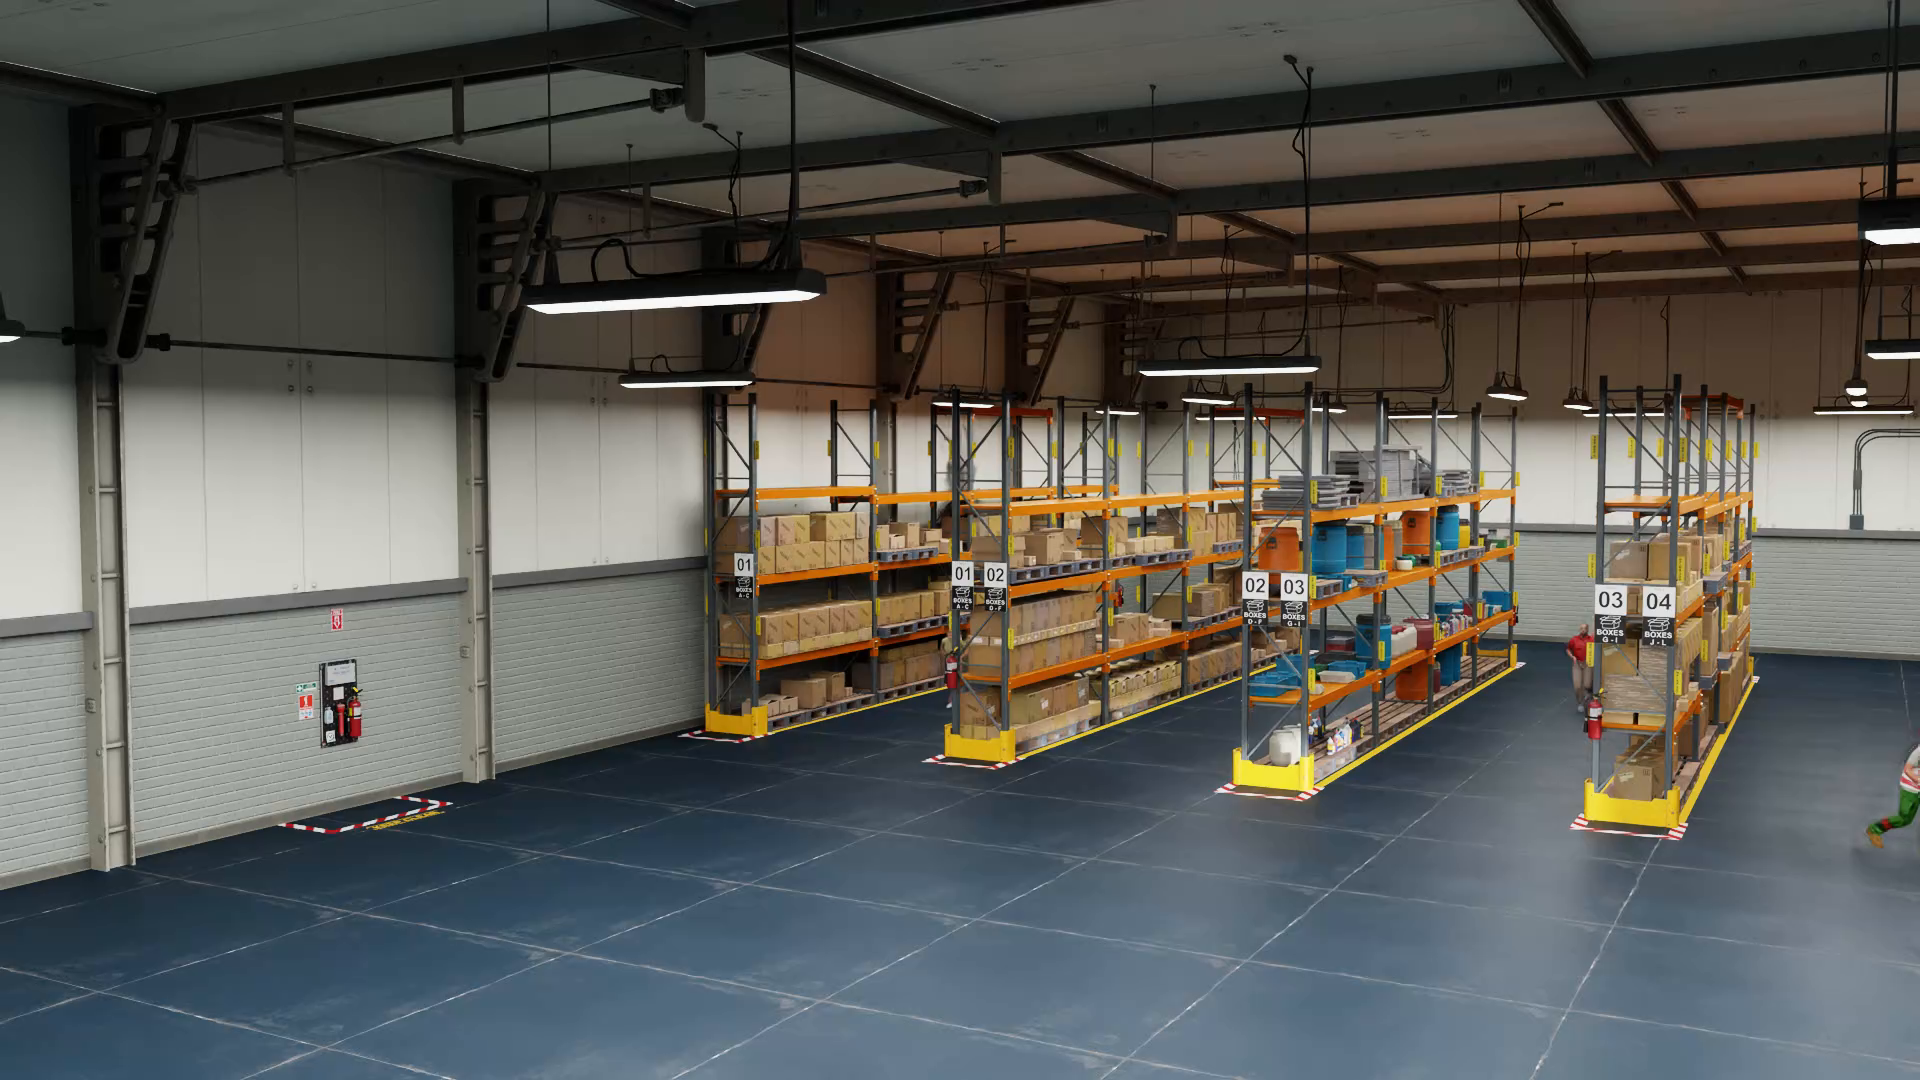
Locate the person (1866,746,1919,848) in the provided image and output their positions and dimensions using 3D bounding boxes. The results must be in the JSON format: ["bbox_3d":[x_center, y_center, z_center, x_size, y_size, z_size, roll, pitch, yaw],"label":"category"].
[{"bbox_3d":[11.572,3.071,20.227,0.691,1.729,1.050,-2,4,-34],"label":"person"}]

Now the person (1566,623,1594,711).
[{"bbox_3d":[11.975,2.446,31.937,0.664,1.683,0.573,2,3,26],"label":"person"}]

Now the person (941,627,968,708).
[{"bbox_3d":[-0.110,2.469,32.503,0.573,1.602,0.705,1,3,14],"label":"person"}]
